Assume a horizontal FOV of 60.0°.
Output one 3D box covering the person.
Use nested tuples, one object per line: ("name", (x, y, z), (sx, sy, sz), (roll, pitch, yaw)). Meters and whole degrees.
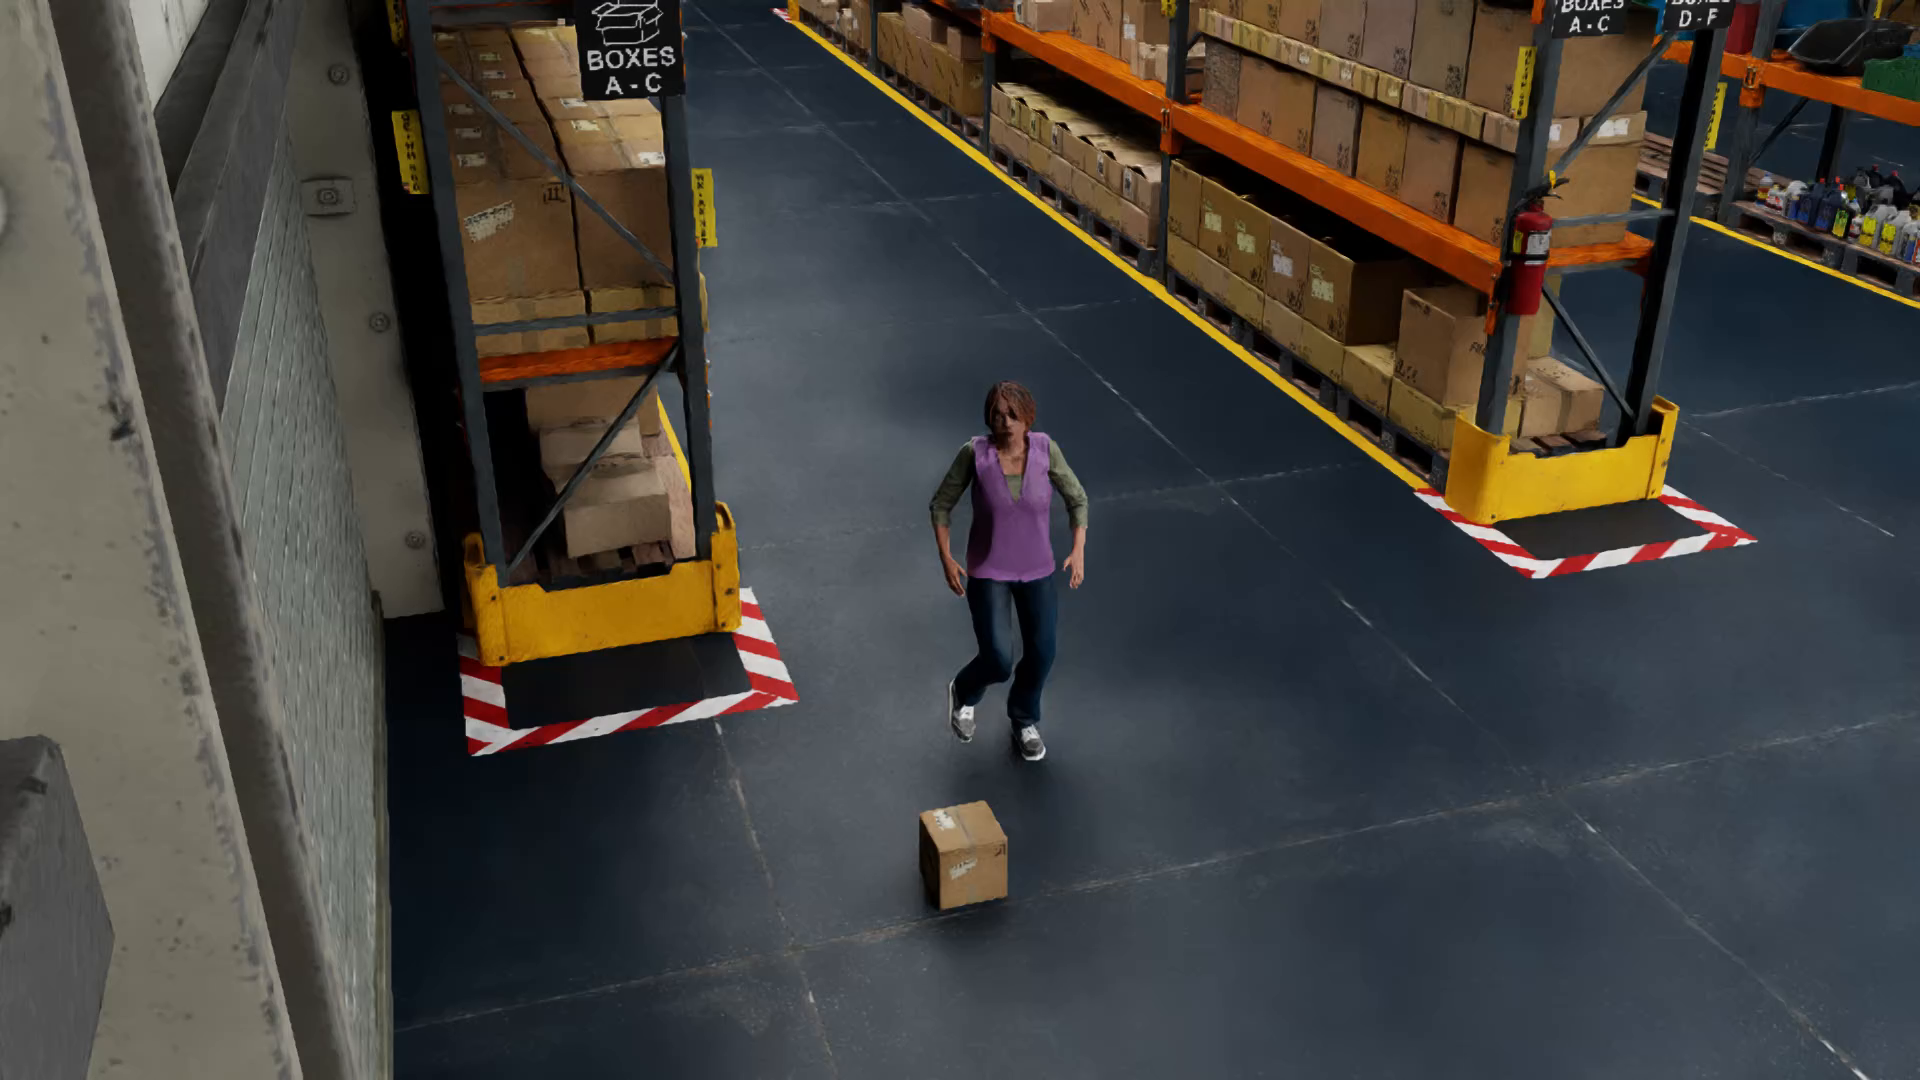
("person", (0.219, 0.153, 6.371), (0.600, 1.558, 0.435), (-7, 28, -14))
